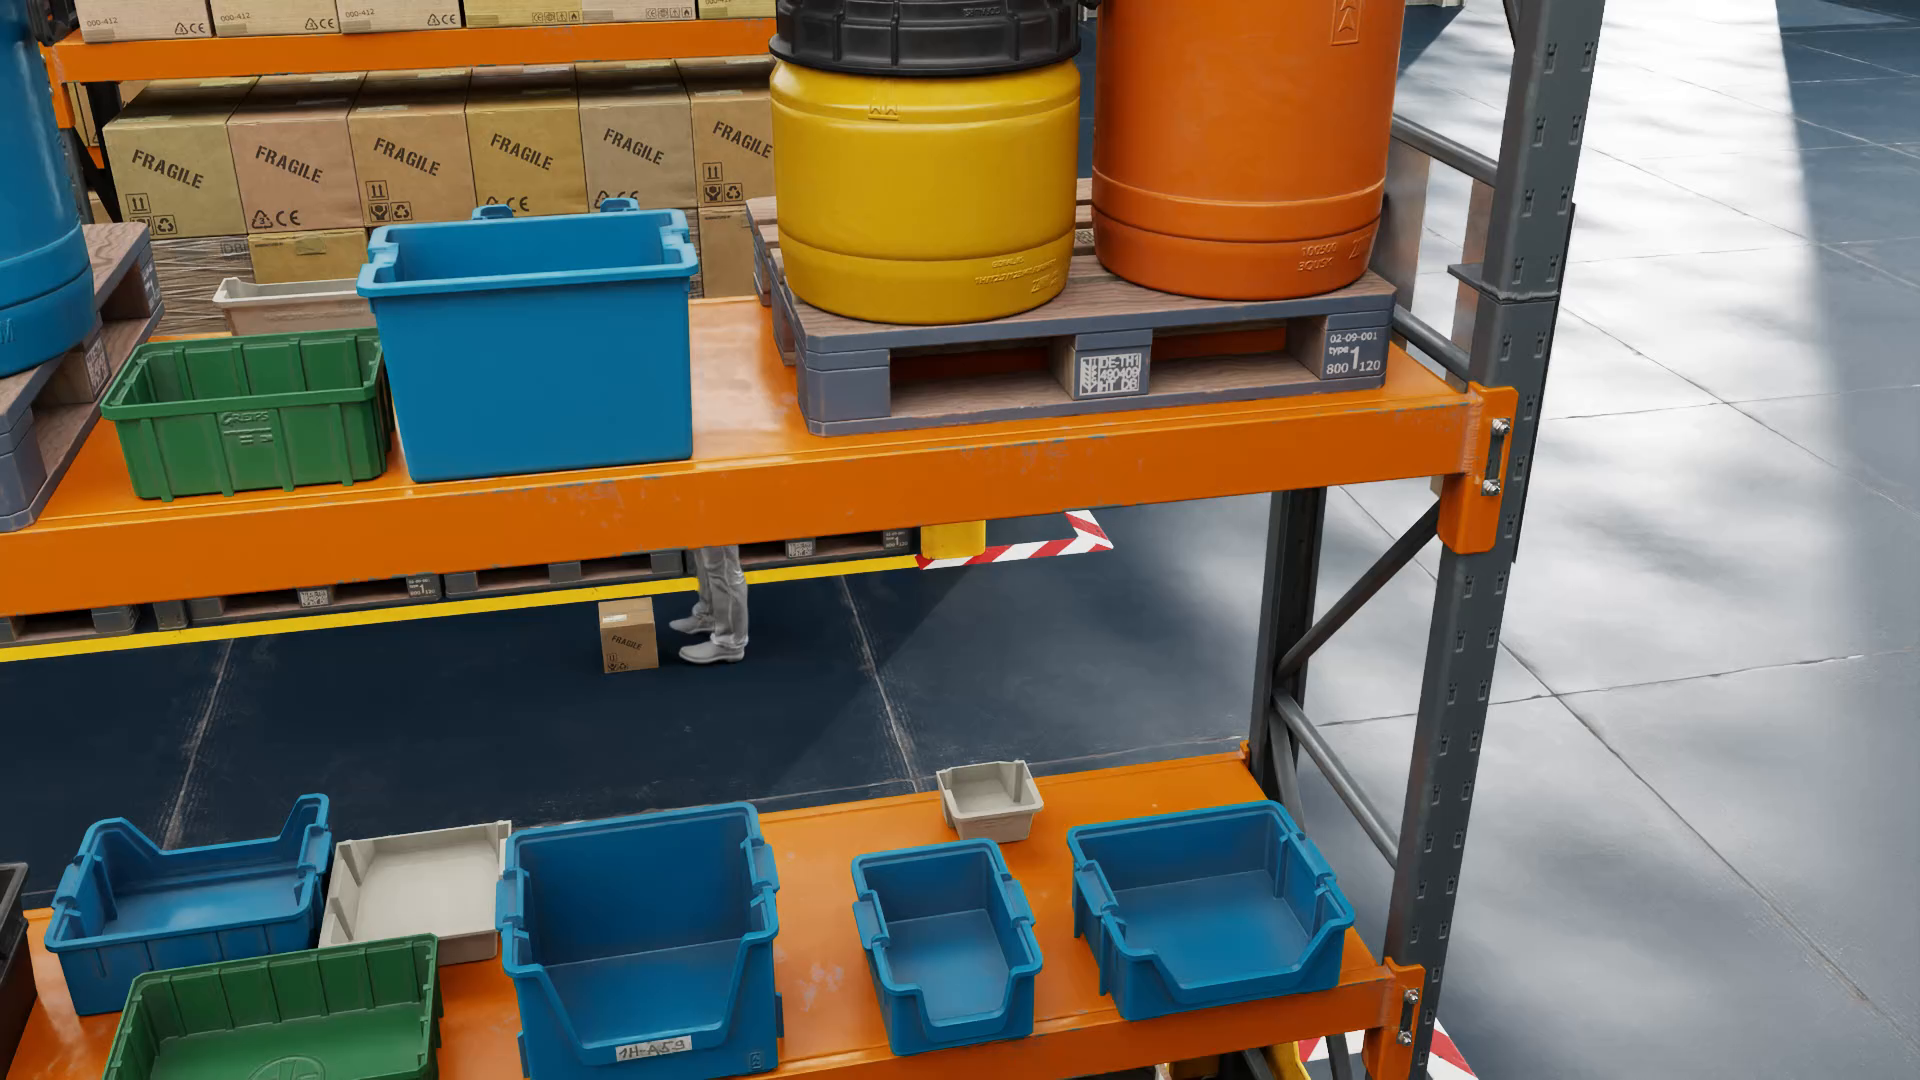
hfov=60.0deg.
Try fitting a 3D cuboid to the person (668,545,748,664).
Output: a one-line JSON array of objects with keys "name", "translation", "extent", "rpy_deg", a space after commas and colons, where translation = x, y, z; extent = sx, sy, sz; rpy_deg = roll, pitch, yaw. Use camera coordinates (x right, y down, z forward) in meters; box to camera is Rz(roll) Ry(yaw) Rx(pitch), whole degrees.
[{"name": "person", "translation": [-1.199, -0.258, 7.622], "extent": [0.511, 1.792, 0.597], "rpy_deg": [-5, 27, -9]}]
